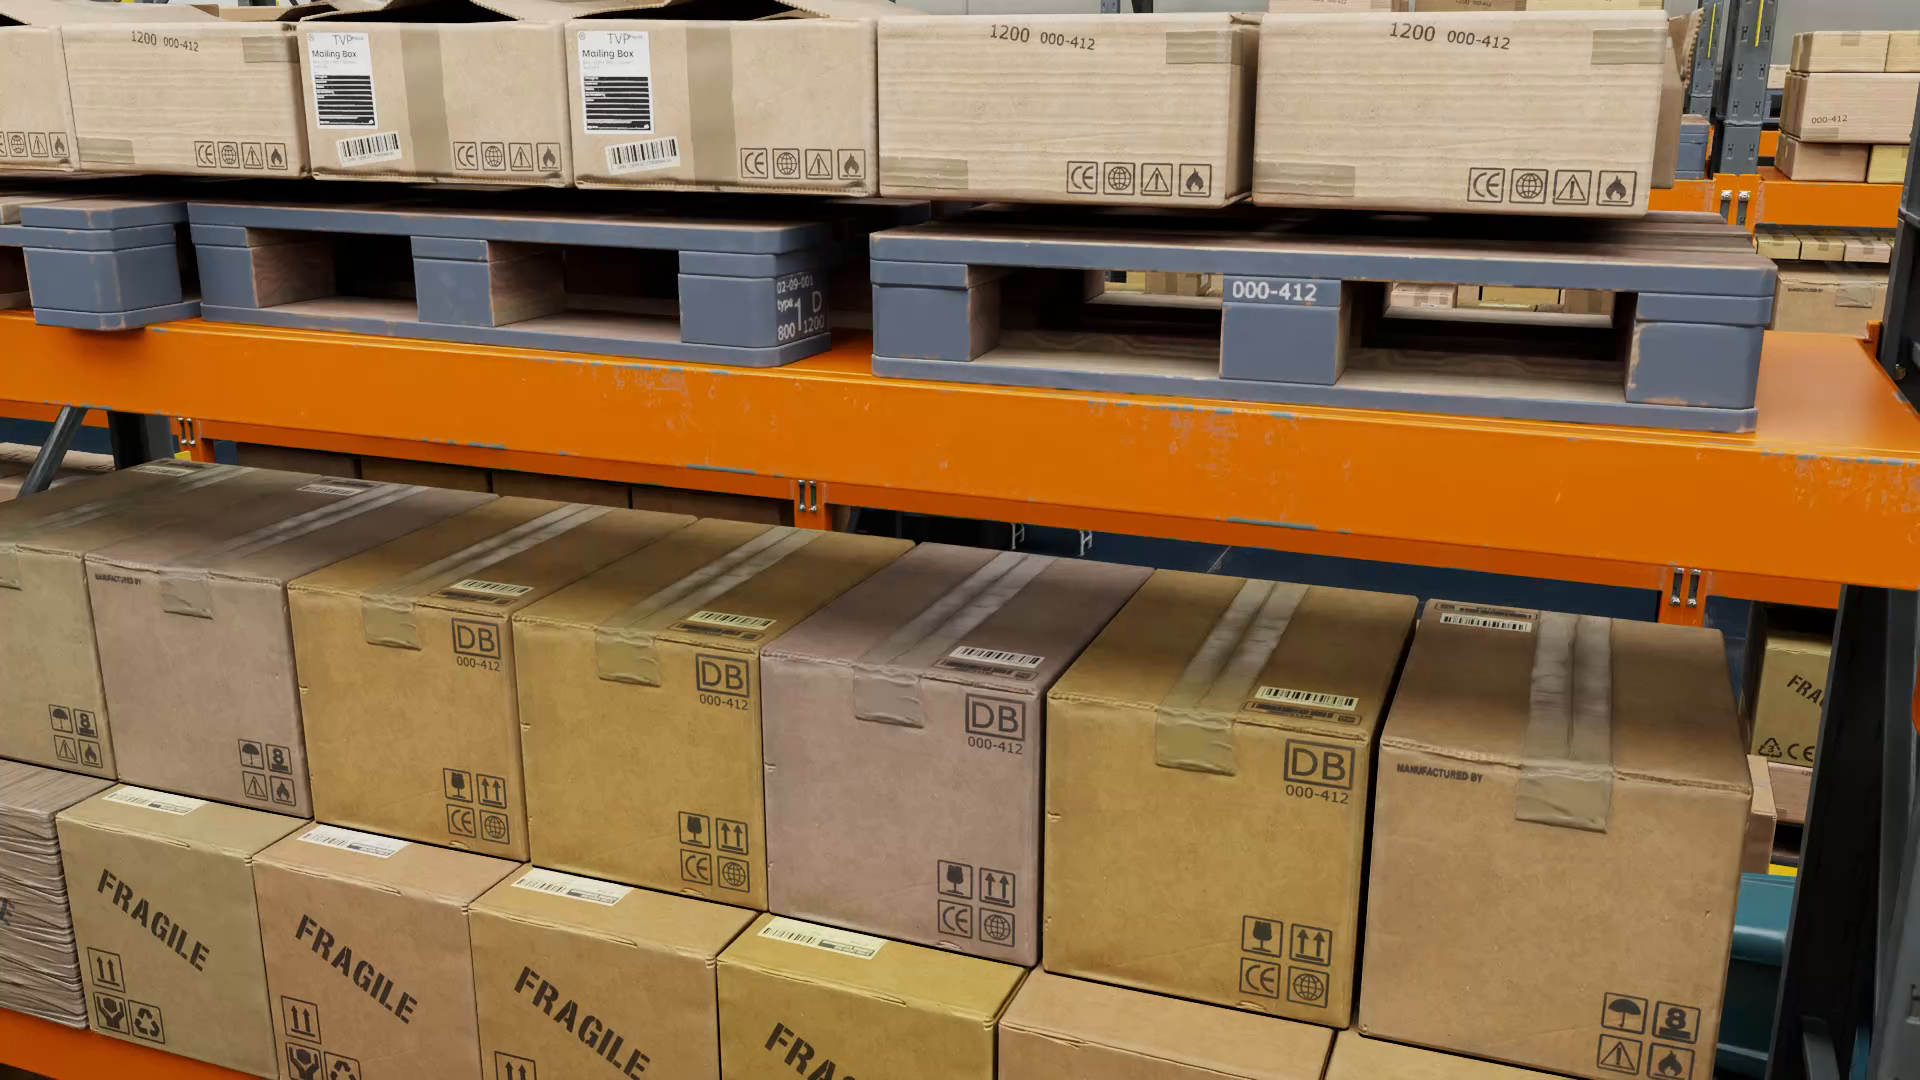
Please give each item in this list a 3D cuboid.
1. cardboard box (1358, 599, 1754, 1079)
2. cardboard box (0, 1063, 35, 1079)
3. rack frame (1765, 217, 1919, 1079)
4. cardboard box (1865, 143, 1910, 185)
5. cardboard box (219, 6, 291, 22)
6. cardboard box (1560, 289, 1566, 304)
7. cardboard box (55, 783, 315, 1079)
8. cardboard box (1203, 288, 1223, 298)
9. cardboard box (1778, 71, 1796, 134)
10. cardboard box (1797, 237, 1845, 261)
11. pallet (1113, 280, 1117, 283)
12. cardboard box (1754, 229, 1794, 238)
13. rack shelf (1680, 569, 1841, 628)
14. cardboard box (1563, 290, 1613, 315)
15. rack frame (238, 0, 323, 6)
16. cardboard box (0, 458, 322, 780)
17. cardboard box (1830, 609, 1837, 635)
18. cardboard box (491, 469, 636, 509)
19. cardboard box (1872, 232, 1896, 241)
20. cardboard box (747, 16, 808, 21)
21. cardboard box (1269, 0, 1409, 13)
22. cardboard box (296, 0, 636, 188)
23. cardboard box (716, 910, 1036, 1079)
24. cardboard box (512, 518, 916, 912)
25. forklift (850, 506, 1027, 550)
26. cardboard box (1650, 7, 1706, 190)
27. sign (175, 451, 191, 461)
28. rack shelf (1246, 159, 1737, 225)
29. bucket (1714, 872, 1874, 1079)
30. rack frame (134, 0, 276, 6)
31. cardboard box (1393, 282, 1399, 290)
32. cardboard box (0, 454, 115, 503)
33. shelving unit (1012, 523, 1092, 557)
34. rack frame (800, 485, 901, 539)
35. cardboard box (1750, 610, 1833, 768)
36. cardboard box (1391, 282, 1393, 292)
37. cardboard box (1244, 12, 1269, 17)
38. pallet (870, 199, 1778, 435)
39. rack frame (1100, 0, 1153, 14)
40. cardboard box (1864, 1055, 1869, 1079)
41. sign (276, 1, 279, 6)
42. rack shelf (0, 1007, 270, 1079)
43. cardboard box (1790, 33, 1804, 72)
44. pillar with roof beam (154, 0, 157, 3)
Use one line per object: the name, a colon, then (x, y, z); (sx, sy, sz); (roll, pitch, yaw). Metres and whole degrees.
cardboard box: (0.971, 0.461, 2.732); (0.500, 0.500, 0.700); (6, 17, 20)
cardboard box: (-2.851, 1.490, 4.892); (0.500, 0.500, 0.500); (6, 17, 18)
rack frame: (1.435, 1.039, 2.716); (0.127, 3.000, 1.000); (6, 17, 21)
cardboard box: (3.579, -1.438, 6.317); (0.250, 0.149, 0.380); (6, 17, 21)
cardboard box: (-3.571, -2.599, 8.932); (0.500, 0.500, 0.500); (6, 17, 20)
cardboard box: (4.424, -1.695, 11.505); (0.500, 0.250, 0.500); (6, 17, 19)
cardboard box: (-1.494, 0.749, 3.535); (0.500, 0.500, 0.500); (6, 17, 20)
cardboard box: (1.423, -0.925, 8.015); (0.500, 0.500, 0.500); (6, 17, 18)
cardboard box: (3.668, -1.791, 6.819); (0.500, 0.250, 0.500); (6, 17, 20)
cardboard box: (5.679, -1.909, 10.993); (0.250, 0.149, 0.380); (6, 17, 20)
pallet: (0.598, -1.911, 13.222); (1.003, 0.211, 1.213); (6, 17, 21)
cardboard box: (5.601, -2.055, 11.495); (0.250, 0.149, 0.380); (6, 17, 19)
rack shelf: (5.018, 0.295, 6.569); (4.000, 0.370, 1.077); (6, 17, 21)
cardboard box: (2.849, -1.099, 7.451); (0.250, 0.149, 0.380); (6, 17, 20)
rack frame: (-6.188, -5.652, 15.001); (0.127, 3.000, 1.000); (6, 17, 21)
cardboard box: (-1.872, 0.150, 3.805); (0.500, 0.500, 0.700); (6, 17, 20)
cardboard box: (3.701, 0.350, 6.757); (0.250, 0.149, 0.380); (7, 17, 21)
cardboard box: (-2.004, -0.031, 9.456); (0.875, 0.875, 0.875); (7, 17, 21)
cardboard box: (6.342, -1.990, 11.272); (0.250, 0.149, 0.380); (6, 17, 20)
cardboard box: (-0.228, -0.833, 3.092); (0.258, 0.266, 0.396); (6, 17, 21)
cardboard box: (1.614, -2.191, 7.078); (0.500, 0.250, 0.500); (7, 17, 22)
cardboard box: (-0.750, -0.783, 2.838); (0.500, 0.311, 0.500); (6, 17, 20)
cardboard box: (-0.089, 0.903, 3.003); (0.500, 0.500, 0.500); (6, 17, 21)
cardboard box: (-0.448, 0.305, 3.269); (0.500, 0.500, 0.700); (6, 17, 20)
forklift: (-1.051, -1.510, 11.617); (3.031, 2.935, 1.130); (6, 17, 18)
cardboard box: (0.965, -0.714, 2.679); (0.396, 0.266, 0.258); (6, 17, 20)
sign: (-2.086, -0.071, 4.461); (0.005, 0.325, 0.100); (6, 17, 21)
rack shelf: (1.297, -1.555, 7.560); (4.000, 0.370, 1.077); (6, 17, 21)
bucket: (2.407, 1.297, 4.972); (0.620, 0.611, 0.726); (1, 13, 42)
rack frame: (-4.285, -3.955, 9.156); (0.127, 3.000, 1.000); (6, 17, 21)
cardboard box: (3.007, -1.856, 12.060); (0.500, 0.250, 0.500); (7, 17, 21)
cardboard box: (-5.663, -0.229, 10.923); (0.875, 0.438, 0.875); (6, 17, 19)
shelving unit: (0.634, -0.519, 11.308); (0.503, 1.200, 0.258); (6, 17, 18)
rack frame: (-0.564, -0.665, 8.583); (0.127, 3.000, 1.000); (6, 17, 21)
cardboard box: (3.607, 0.634, 6.945); (0.500, 0.500, 0.500); (7, 18, 23)
cardboard box: (1.735, -1.037, 7.237); (0.250, 0.149, 0.380); (6, 17, 18)
cardboard box: (2.344, -3.528, 11.953); (0.500, 0.500, 0.700); (6, 17, 20)
pallet: (0.564, -0.391, 2.603); (1.217, 0.209, 0.805); (6, 17, 18)
rack frame: (1.254, -4.833, 12.182); (0.127, 3.000, 1.000); (6, 17, 21)
cardboard box: (1.783, 1.001, 2.575); (0.550, 0.550, 0.875); (6, 17, 21)
sign: (-4.095, -3.056, 9.946); (0.005, 0.325, 0.100); (6, 17, 21)
rack shelf: (-0.426, 1.180, 3.521); (4.000, 0.370, 1.077); (6, 17, 21)
cardboard box: (3.532, -1.983, 6.762); (0.250, 0.149, 0.380); (7, 17, 22)
pillar with roof beam: (-9.945, -5.045, 12.911); (0.400, 9.000, 9.100); (6, 17, 21)
